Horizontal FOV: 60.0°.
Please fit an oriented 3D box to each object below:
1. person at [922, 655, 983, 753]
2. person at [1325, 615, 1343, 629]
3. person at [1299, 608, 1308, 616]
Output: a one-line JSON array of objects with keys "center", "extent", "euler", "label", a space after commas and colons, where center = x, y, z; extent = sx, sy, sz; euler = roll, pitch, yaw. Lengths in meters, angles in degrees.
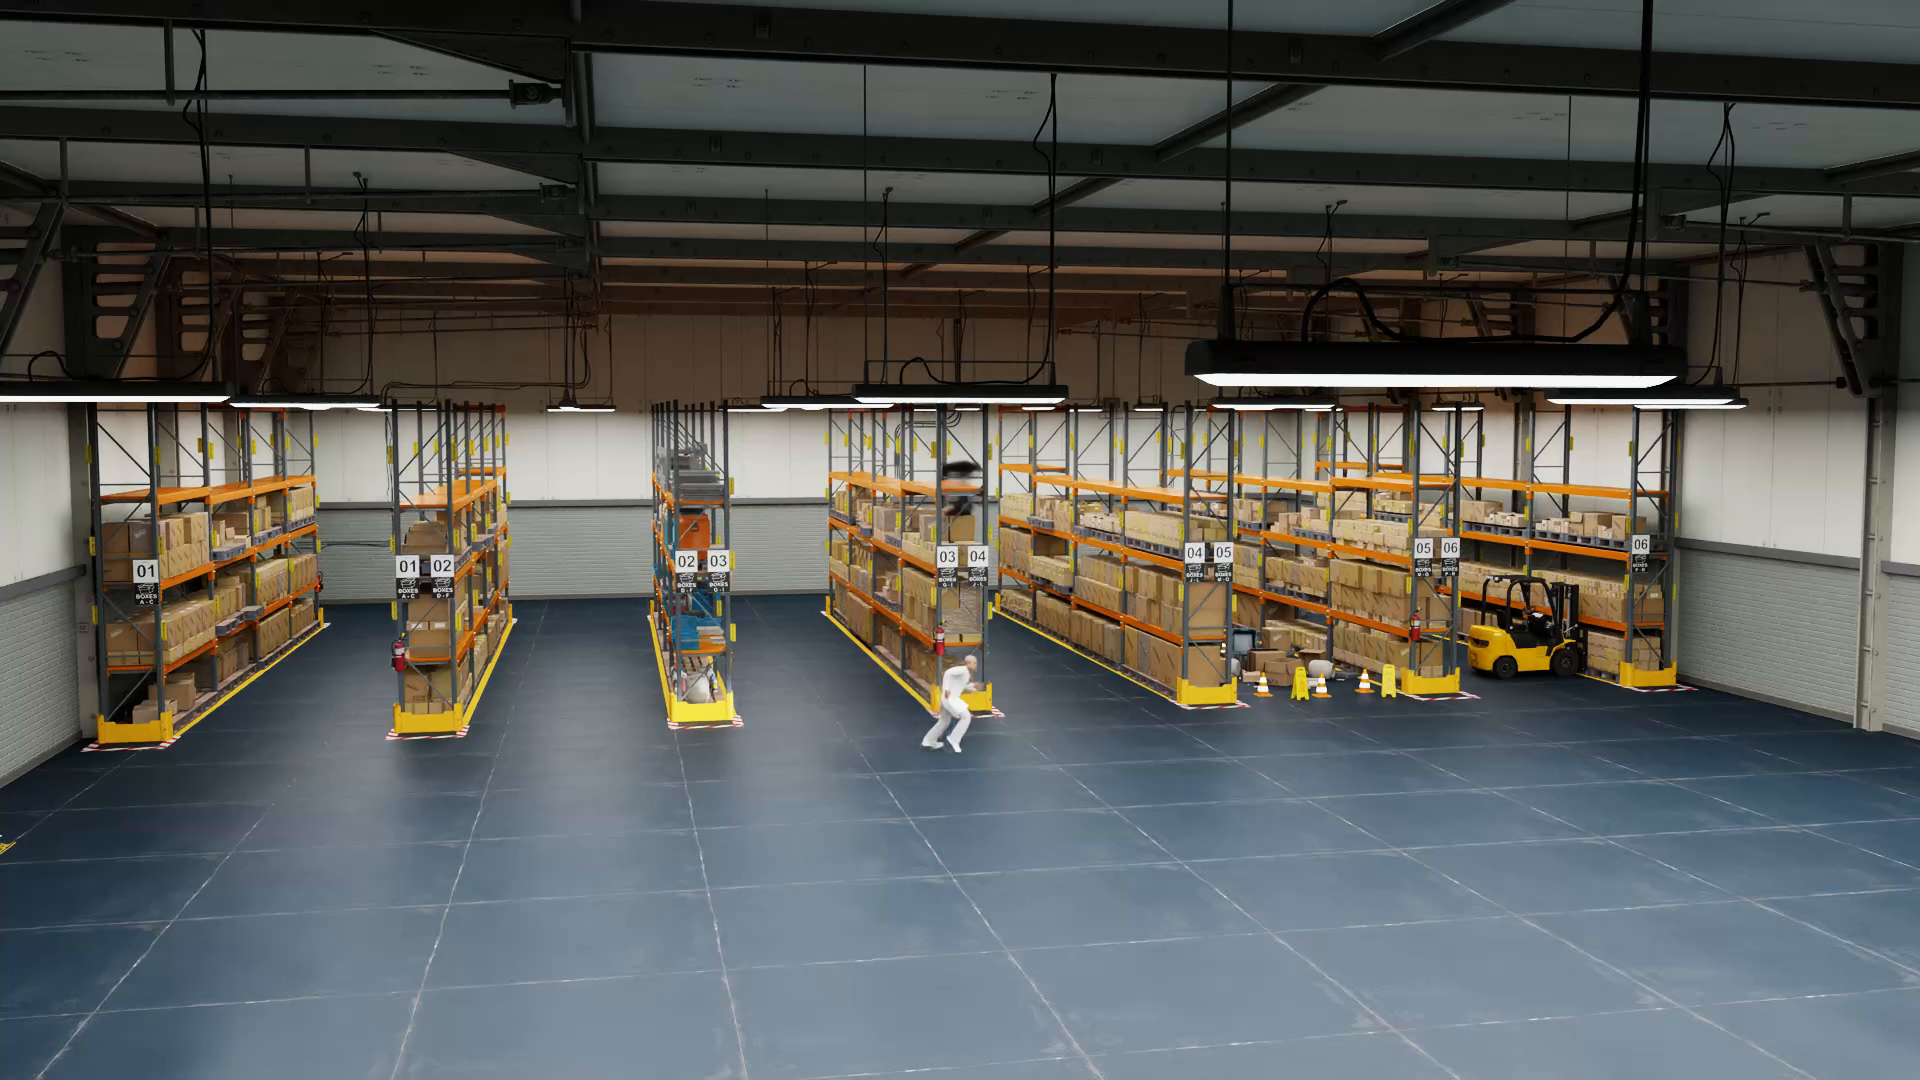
[{"center": [-0.136, 2.793, 28.186], "extent": [1.051, 1.695, 0.752], "euler": [1, 4, 8], "label": "person"}, {"center": [9.610, 1.664, 42.509], "extent": [0.683, 1.689, 0.938], "euler": [-2, 5, -23], "label": "person"}, {"center": [9.601, 1.379, 47.115], "extent": [0.577, 1.624, 0.678], "euler": [-3, 5, -34], "label": "person"}]
